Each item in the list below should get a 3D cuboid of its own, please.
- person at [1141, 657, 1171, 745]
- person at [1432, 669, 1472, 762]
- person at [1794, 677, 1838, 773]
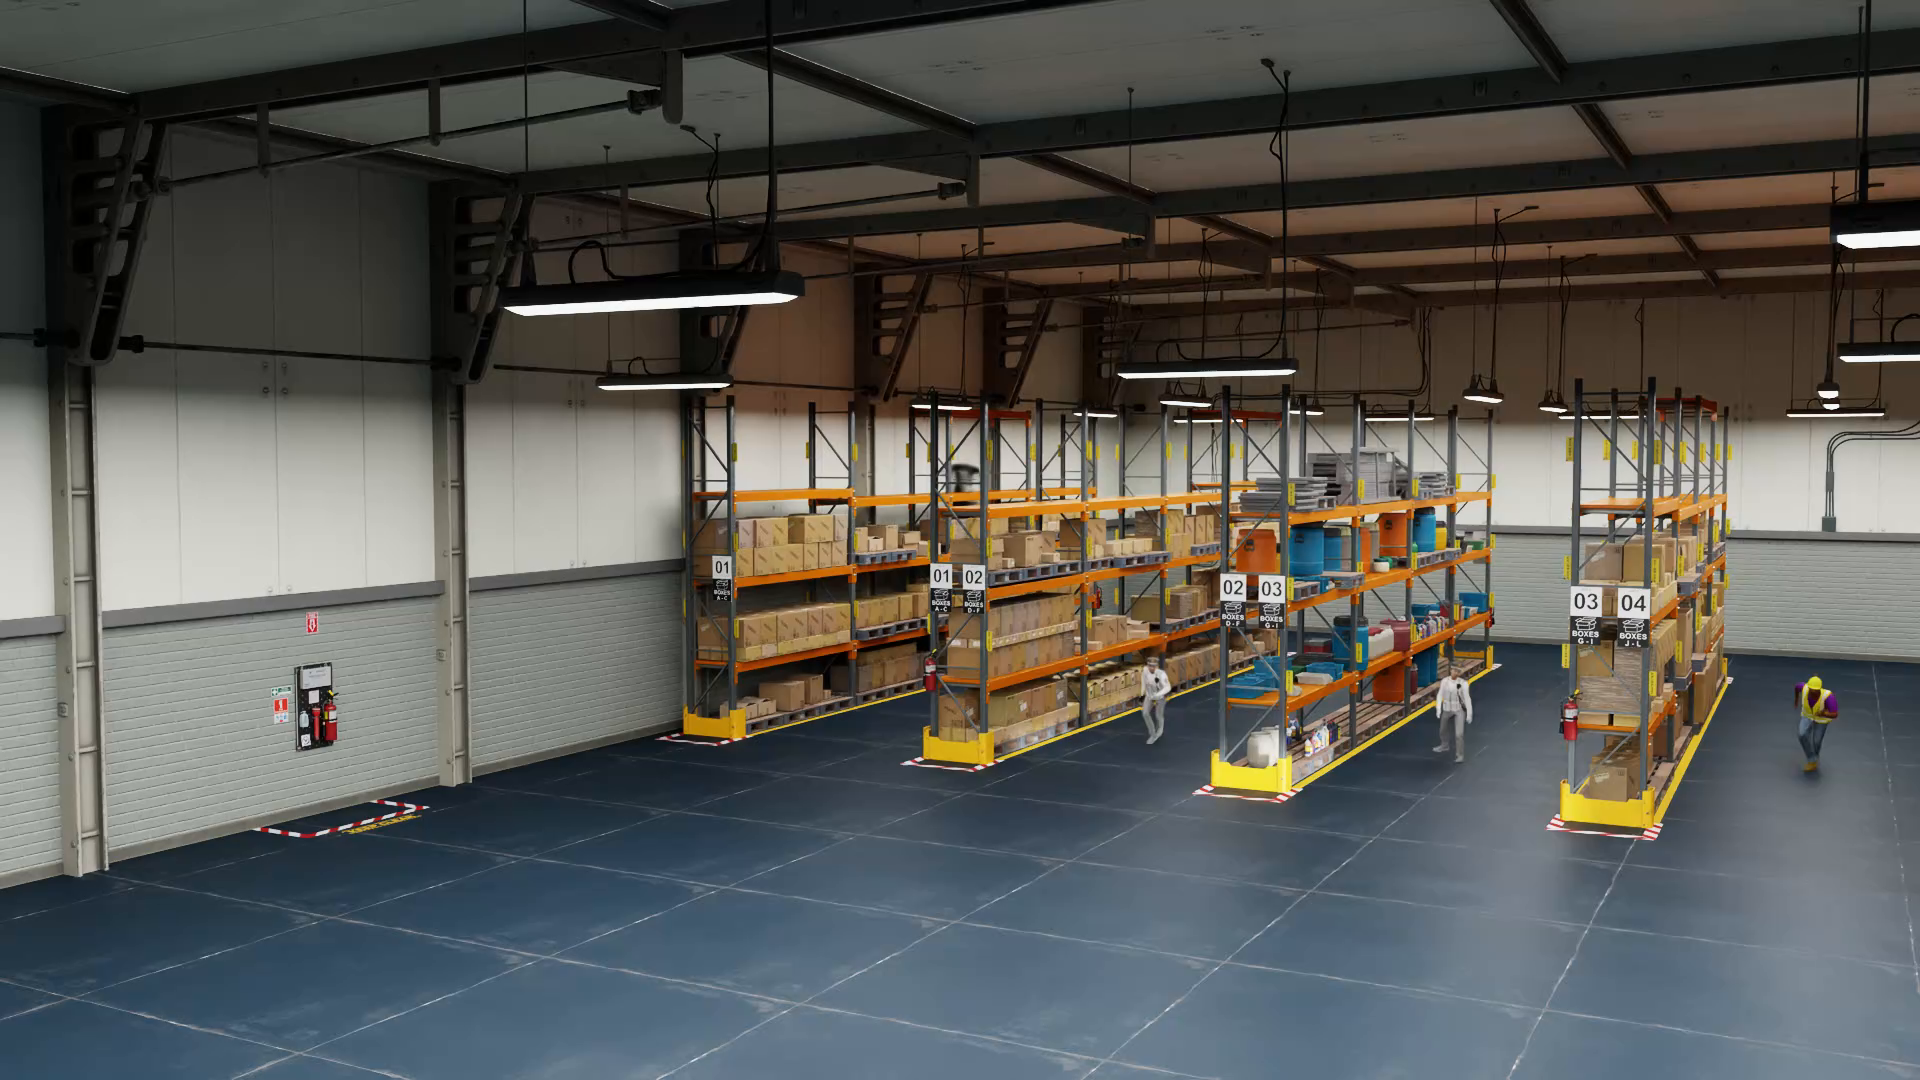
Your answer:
[{"bbox_3d":[3.396,2.727,28.665,0.625,1.503,0.998,1,3,24],"label":"person"},{"bbox_3d":[8.002,2.777,27.142,0.776,1.590,0.705,3,4,42],"label":"person"},{"bbox_3d":[13.496,2.869,26.218,0.694,1.538,1.167,2,4,35],"label":"person"}]
